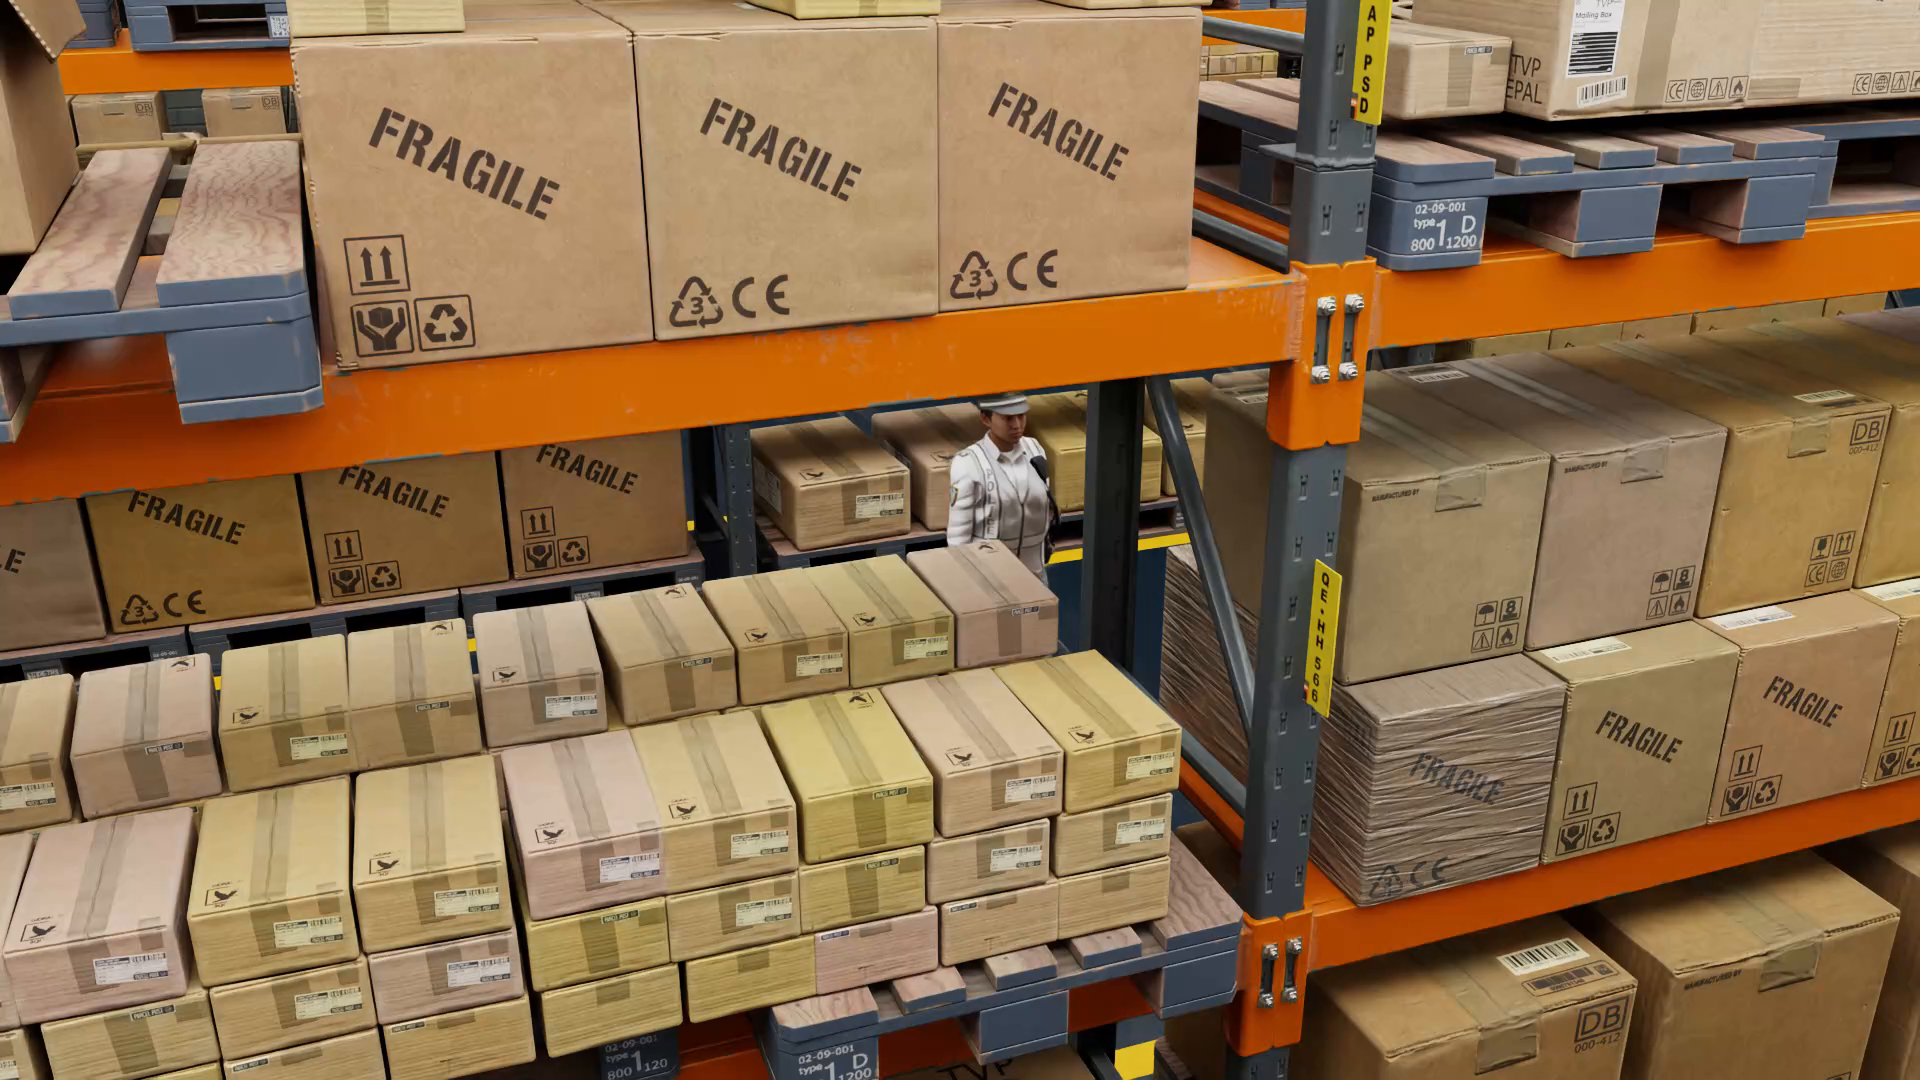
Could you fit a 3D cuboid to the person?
[{"bbox_3d":[0.216,0.177,6.609,0.503,1.682,0.642,-11,25,-25],"label":"person"}]
